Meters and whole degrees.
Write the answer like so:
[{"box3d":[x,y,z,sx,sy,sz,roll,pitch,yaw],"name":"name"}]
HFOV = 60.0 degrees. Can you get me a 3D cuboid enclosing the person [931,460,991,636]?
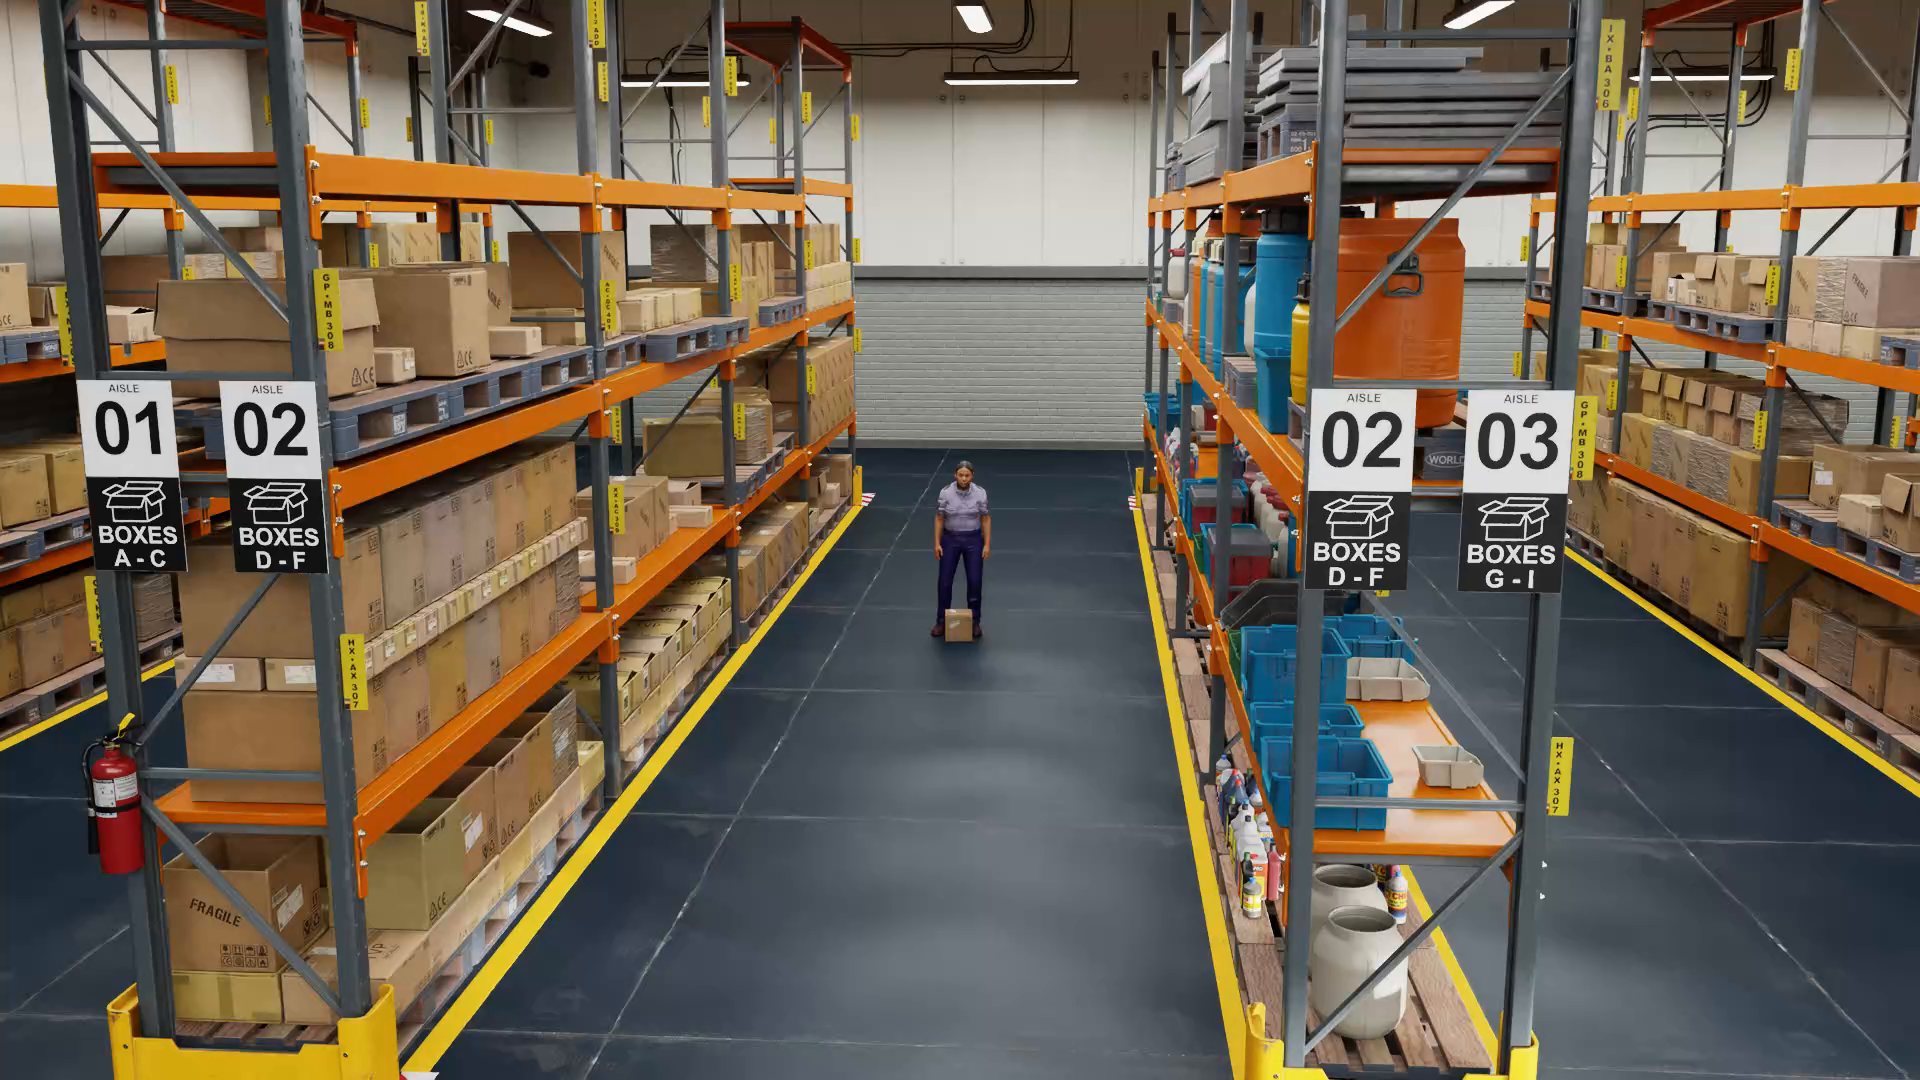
[{"box3d":[0.008,0.064,15.615,0.563,1.653,0.368,0,11,1],"name":"person"}]
